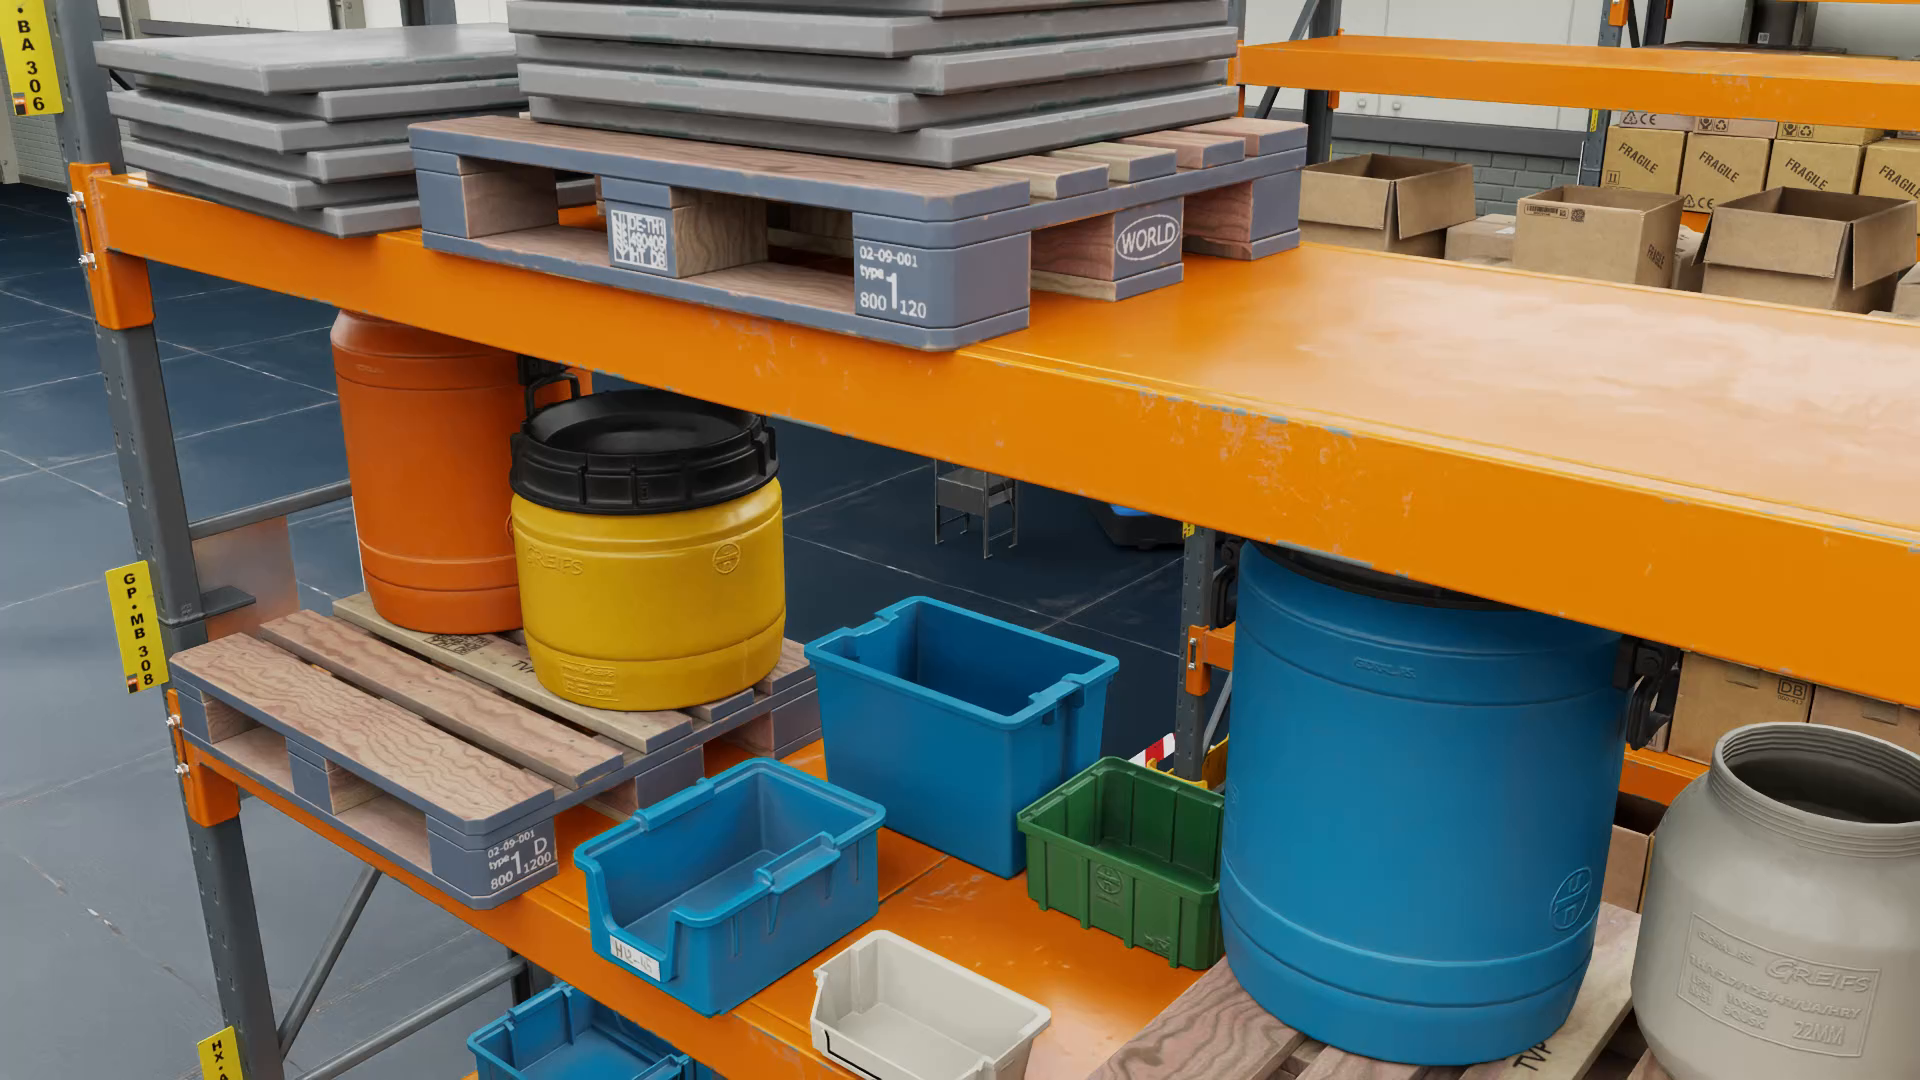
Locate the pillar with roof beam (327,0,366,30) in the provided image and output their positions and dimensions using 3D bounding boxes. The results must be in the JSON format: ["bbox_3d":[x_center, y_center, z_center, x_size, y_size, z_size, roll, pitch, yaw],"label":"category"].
[{"bbox_3d":[-10.982,-6.961,18.875,0.400,9.000,9.100,16,26,36],"label":"pillar with roof beam"}]

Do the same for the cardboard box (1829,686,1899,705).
[{"bbox_3d":[3.621,0.488,6.561,0.250,0.149,0.380,16,26,36],"label":"cardboard box"}]

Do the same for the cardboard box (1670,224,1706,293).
[{"bbox_3d":[2.957,-1.195,7.167,0.500,0.311,0.500,-19,28,-40],"label":"cardboard box"}]

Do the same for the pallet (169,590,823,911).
[{"bbox_3d":[-1.089,0.369,3.954,1.213,0.211,1.003,16,26,36],"label":"pallet"}]

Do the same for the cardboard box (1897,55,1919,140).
[{"bbox_3d":[6.278,-2.789,10.474,0.500,0.500,0.500,16,26,36],"label":"cardboard box"}]

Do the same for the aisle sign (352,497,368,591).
[{"bbox_3d":[-1.536,0.160,4.809,0.004,0.787,0.394,16,26,36],"label":"aisle sign"}]

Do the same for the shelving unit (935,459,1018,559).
[{"bbox_3d":[0.128,-0.946,12.700,0.503,2.100,0.431,16,26,36],"label":"shelving unit"}]

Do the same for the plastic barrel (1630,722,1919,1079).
[{"bbox_3d":[1.222,0.564,2.418,0.421,0.512,0.421,0,21,0],"label":"plastic barrel"}]

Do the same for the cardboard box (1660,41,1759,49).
[{"bbox_3d":[5.096,-3.138,11.399,0.500,0.500,0.500,18,27,39],"label":"cardboard box"}]

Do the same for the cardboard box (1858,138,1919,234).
[{"bbox_3d":[5.924,-2.194,10.313,0.500,0.500,0.500,18,27,39],"label":"cardboard box"}]

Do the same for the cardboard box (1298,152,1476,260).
[{"bbox_3d":[1.910,-1.464,7.609,0.637,0.503,0.797,18,27,40],"label":"cardboard box"}]

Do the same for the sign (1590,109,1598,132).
[{"bbox_3d":[4.253,-2.899,11.115,0.005,0.325,0.100,16,26,36],"label":"sign"}]

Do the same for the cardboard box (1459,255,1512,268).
[{"bbox_3d":[2.267,-1.117,7.191,0.250,0.149,0.380,16,26,36],"label":"cardboard box"}]

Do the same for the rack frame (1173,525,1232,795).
[{"bbox_3d":[1.467,0.120,8.599,0.127,3.000,1.000,16,26,36],"label":"rack frame"}]

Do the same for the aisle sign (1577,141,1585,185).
[{"bbox_3d":[4.351,-2.385,11.558,0.004,0.787,0.394,16,26,36],"label":"aisle sign"}]

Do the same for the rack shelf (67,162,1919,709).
[{"bbox_3d":[-0.118,-0.364,2.966,4.000,0.370,1.077,16,26,36],"label":"rack shelf"}]

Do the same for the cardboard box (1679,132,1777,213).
[{"bbox_3d":[5.091,-2.422,10.919,0.500,0.500,0.500,18,27,40],"label":"cardboard box"}]

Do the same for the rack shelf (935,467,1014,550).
[{"bbox_3d":[0.128,-0.278,12.952,0.480,0.518,0.431,16,26,36],"label":"rack shelf"}]

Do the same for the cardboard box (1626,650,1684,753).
[{"bbox_3d":[3.022,0.526,7.382,0.500,0.500,0.700,17,27,38],"label":"cardboard box"}]

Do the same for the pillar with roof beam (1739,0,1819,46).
[{"bbox_3d":[2.964,-2.945,8.226,0.400,9.000,9.100,16,26,36],"label":"pillar with roof beam"}]

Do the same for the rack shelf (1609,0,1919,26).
[{"bbox_3d":[6.146,-3.258,10.078,4.000,0.370,1.077,16,26,36],"label":"rack shelf"}]

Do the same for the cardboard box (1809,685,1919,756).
[{"bbox_3d":[3.805,0.752,6.780,0.500,0.500,0.700,16,26,36],"label":"cardboard box"}]

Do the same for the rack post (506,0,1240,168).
[{"bbox_3d":[-0.147,-0.875,2.841,0.954,0.300,0.937,15,26,35],"label":"rack post"}]

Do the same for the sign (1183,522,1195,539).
[{"bbox_3d":[1.111,-0.172,8.033,0.005,0.325,0.100,16,26,36],"label":"sign"}]

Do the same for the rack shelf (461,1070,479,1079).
[{"bbox_3d":[-0.118,2.256,3.954,4.000,0.370,1.077,16,26,36],"label":"rack shelf"}]

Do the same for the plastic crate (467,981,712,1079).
[{"bbox_3d":[-1.091,1.573,4.957,0.616,0.251,0.499,16,26,36],"label":"plastic crate"}]

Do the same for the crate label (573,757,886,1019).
[{"bbox_3d":[-0.427,0.647,3.160,0.408,0.251,0.502,16,26,36],"label":"crate label"}]

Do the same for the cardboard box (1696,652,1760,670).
[{"bbox_3d":[3.237,0.376,6.858,0.250,0.149,0.380,17,27,38],"label":"cardboard box"}]

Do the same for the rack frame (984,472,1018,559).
[{"bbox_3d":[0.317,-0.891,12.555,0.015,2.100,0.400,16,26,36],"label":"rack frame"}]

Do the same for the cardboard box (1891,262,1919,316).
[{"bbox_3d":[3.924,-0.916,6.428,0.500,0.311,0.500,14,25,33],"label":"cardboard box"}]

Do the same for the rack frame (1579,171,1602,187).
[{"bbox_3d":[4.596,-1.235,12.192,0.127,3.000,1.000,16,26,36],"label":"rack frame"}]

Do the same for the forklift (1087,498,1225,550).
[{"bbox_3d":[2.612,-1.523,13.052,3.031,2.935,1.130,-3,21,-9],"label":"forklift"}]

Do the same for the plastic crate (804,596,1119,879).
[{"bbox_3d":[0.000,0.420,3.574,0.575,0.384,0.392,16,26,36],"label":"plastic crate"}]

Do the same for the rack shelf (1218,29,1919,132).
[{"bbox_3d":[3.016,-1.717,6.554,4.000,0.370,1.077,16,26,36],"label":"rack shelf"}]

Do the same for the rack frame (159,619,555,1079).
[{"bbox_3d":[-1.668,1.473,5.010,0.127,3.000,1.000,16,26,36],"label":"rack frame"}]

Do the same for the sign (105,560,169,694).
[{"bbox_3d":[-2.019,0.215,4.083,0.005,0.325,0.100,16,26,36],"label":"sign"}]

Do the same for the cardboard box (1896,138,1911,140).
[{"bbox_3d":[6.289,-2.324,10.660,0.500,0.500,0.500,18,27,40],"label":"cardboard box"}]

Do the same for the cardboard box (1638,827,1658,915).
[{"bbox_3d":[3.299,1.483,7.224,0.500,0.500,0.500,16,26,36],"label":"cardboard box"}]

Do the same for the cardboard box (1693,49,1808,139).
[{"bbox_3d":[5.098,-2.884,10.728,0.500,0.500,0.500,16,26,36],"label":"cardboard box"}]

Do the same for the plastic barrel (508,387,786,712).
[{"bbox_3d":[-0.704,0.005,3.791,0.600,0.588,0.600,0,21,0],"label":"plastic barrel"}]
